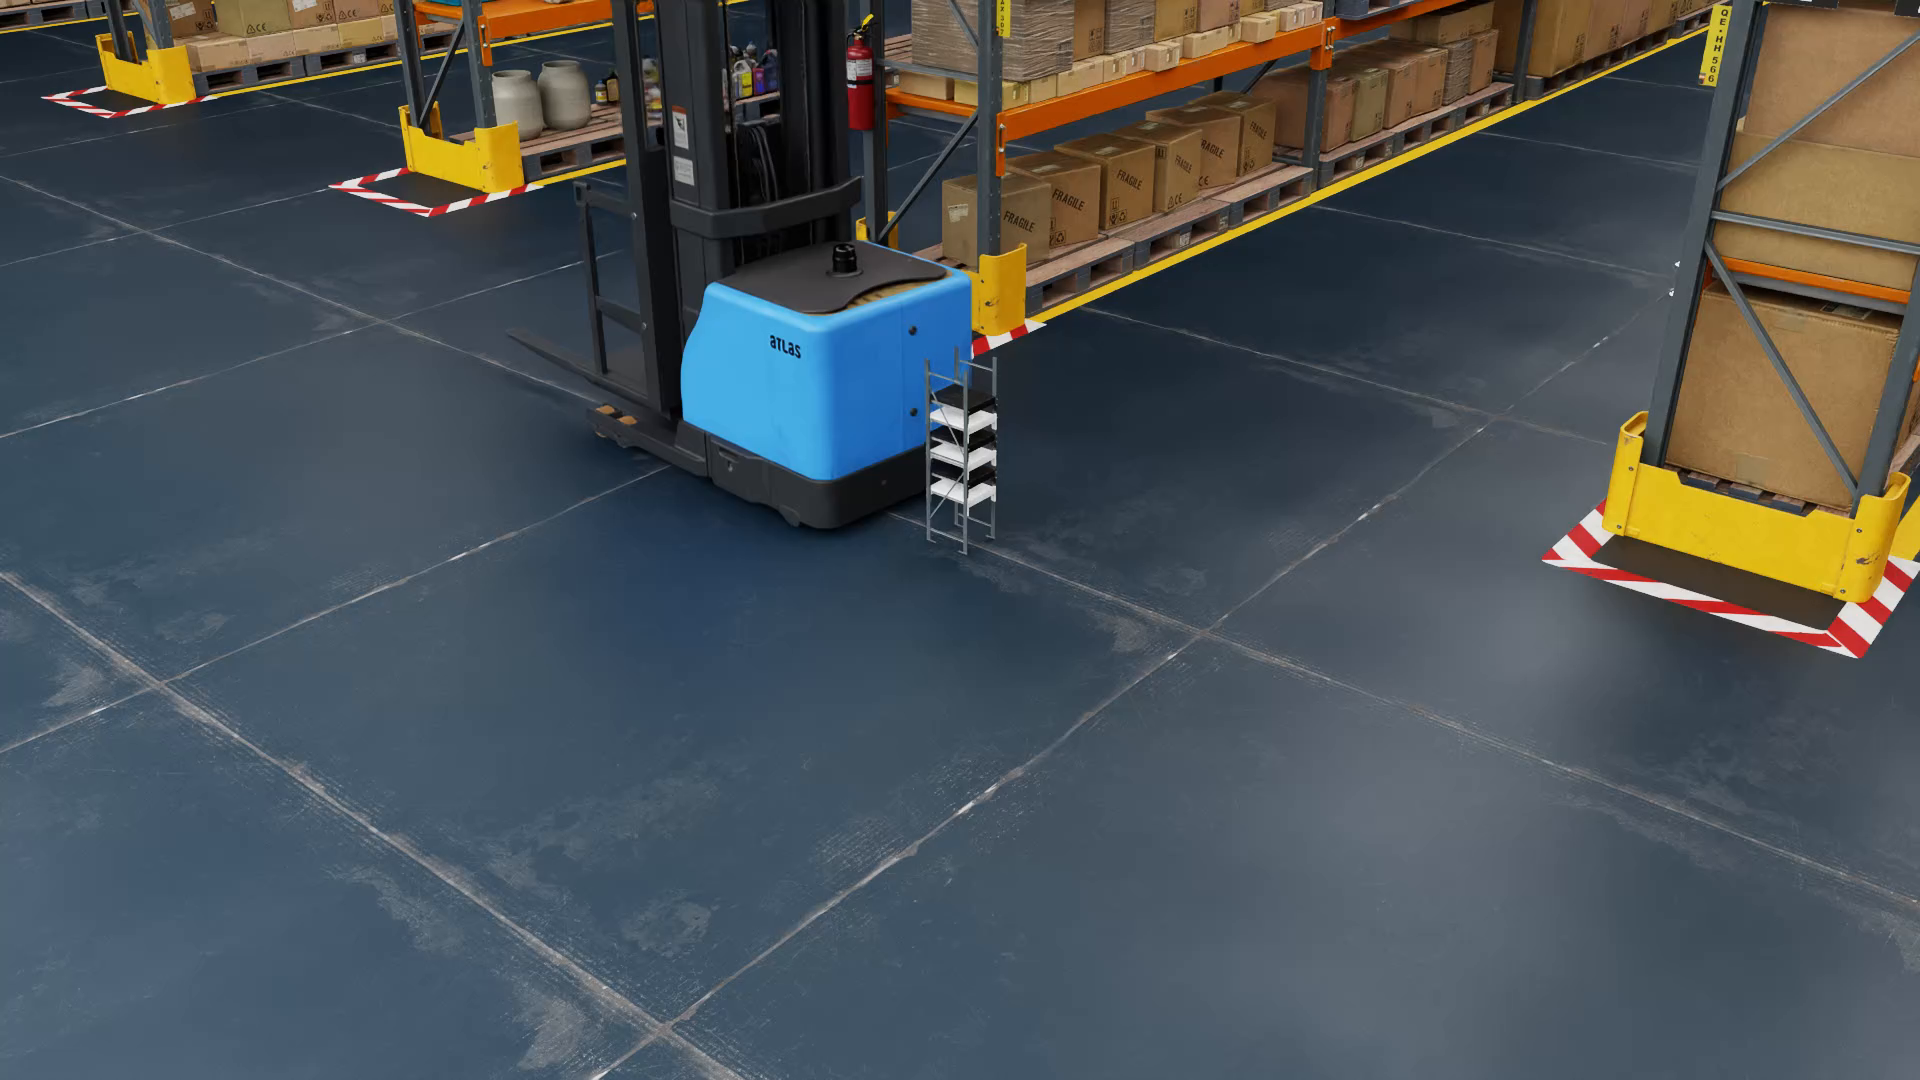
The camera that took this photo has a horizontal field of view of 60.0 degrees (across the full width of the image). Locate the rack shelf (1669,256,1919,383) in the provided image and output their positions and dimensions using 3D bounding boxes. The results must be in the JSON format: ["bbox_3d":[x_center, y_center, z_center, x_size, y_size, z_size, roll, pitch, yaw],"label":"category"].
[{"bbox_3d":[4.858,-1.675,8.506,1.077,0.370,4.000,21,34,34],"label":"rack shelf"}]

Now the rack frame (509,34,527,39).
[{"bbox_3d":[-5.274,-7.086,18.182,1.000,3.000,0.127,21,34,34],"label":"rack frame"}]

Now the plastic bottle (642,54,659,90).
[{"bbox_3d":[-2.797,-4.207,15.022,0.144,0.351,0.185,22,35,36],"label":"plastic bottle"}]

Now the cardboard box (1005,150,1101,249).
[{"bbox_3d":[0.587,-2.286,11.167,0.500,0.500,0.500,-18,32,-31],"label":"cardboard box"}]

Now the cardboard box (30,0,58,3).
[{"bbox_3d":[-10.771,-6.536,19.568,0.500,0.311,0.500,24,36,38],"label":"cardboard box"}]

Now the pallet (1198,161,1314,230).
[{"bbox_3d":[1.967,-2.702,12.744,1.003,0.211,1.213,21,34,34],"label":"pallet"}]

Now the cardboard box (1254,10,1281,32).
[{"bbox_3d":[2.086,-3.758,12.024,0.380,0.149,0.250,21,34,34],"label":"cardboard box"}]

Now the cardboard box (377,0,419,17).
[{"bbox_3d":[-6.043,-5.803,17.423,0.500,0.500,0.500,21,34,34],"label":"cardboard box"}]

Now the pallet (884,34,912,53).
[{"bbox_3d":[-0.209,-5.122,17.422,1.003,0.211,1.213,21,34,34],"label":"pallet"}]

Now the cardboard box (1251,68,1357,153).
[{"bbox_3d":[2.774,-3.486,13.465,0.700,0.500,0.500,18,32,31],"label":"cardboard box"}]

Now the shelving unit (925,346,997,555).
[{"bbox_3d":[0.005,-0.403,7.549,0.258,0.900,0.210,21,34,34],"label":"shelving unit"}]

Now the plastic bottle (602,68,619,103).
[{"bbox_3d":[-3.109,-4.033,14.760,0.061,0.283,0.133,22,34,36],"label":"plastic bottle"}]

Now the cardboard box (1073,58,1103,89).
[{"bbox_3d":[0.676,-2.953,10.467,0.380,0.149,0.250,21,34,34],"label":"cardboard box"}]

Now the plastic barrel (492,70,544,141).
[{"bbox_3d":[-3.639,-3.556,13.609,0.421,0.512,0.421,0,27,0],"label":"plastic barrel"}]

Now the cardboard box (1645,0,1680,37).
[{"bbox_3d":[7.064,-6.036,18.008,1.225,0.875,0.875,21,34,35],"label":"cardboard box"}]

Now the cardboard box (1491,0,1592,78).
[{"bbox_3d":[5.367,-5.089,16.178,1.225,0.875,0.875,19,33,32],"label":"cardboard box"}]

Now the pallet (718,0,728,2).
[{"bbox_3d":[-3.284,-6.985,21.022,1.003,0.211,1.213,21,34,34],"label":"pallet"}]

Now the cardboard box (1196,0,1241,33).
[{"bbox_3d":[1.448,-3.850,11.496,0.875,0.500,0.500,21,34,34],"label":"cardboard box"}]

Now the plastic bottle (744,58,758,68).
[{"bbox_3d":[-1.894,-4.276,15.237,0.152,0.276,0.135,21,34,34],"label":"plastic bottle"}]

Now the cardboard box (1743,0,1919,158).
[{"bbox_3d":[3.852,-1.952,6.920,0.875,0.550,0.550,21,34,34],"label":"cardboard box"}]

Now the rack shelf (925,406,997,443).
[{"bbox_3d":[0.005,-0.533,7.481,0.258,0.077,0.200,21,34,34],"label":"rack shelf"}]

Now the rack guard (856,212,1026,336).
[{"bbox_3d":[-0.129,-1.688,10.468,1.175,0.500,0.348,21,34,34],"label":"rack guard"}]

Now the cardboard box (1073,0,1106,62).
[{"bbox_3d":[0.419,-3.347,10.522,0.875,0.500,0.500,21,34,34],"label":"cardboard box"}]

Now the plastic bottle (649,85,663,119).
[{"bbox_3d":[-2.605,-3.754,14.232,0.097,0.271,0.097,0,27,0],"label":"plastic bottle"}]

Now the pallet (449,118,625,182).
[{"bbox_3d":[-3.466,-3.307,13.913,1.003,0.211,1.213,21,34,34],"label":"pallet"}]

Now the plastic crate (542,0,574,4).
[{"bbox_3d":[-3.181,-4.325,13.132,0.298,0.136,0.250,21,34,34],"label":"plastic crate"}]

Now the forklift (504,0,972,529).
[{"bbox_3d":[-1.327,-1.930,8.291,3.031,2.935,1.130,25,36,39],"label":"forklift"}]

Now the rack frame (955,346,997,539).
[{"bbox_3d":[0.070,-0.439,7.618,0.240,0.900,0.006,21,34,34],"label":"rack frame"}]

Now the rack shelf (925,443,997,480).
[{"bbox_3d":[0.005,-0.373,7.564,0.258,0.077,0.200,21,34,34],"label":"rack shelf"}]

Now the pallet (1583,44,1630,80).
[{"bbox_3d":[6.247,-5.057,17.295,1.003,0.211,1.213,21,34,34],"label":"pallet"}]

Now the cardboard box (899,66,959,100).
[{"bbox_3d":[-0.155,-2.821,10.211,0.380,0.149,0.250,21,34,34],"label":"cardboard box"}]

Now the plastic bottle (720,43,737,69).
[{"bbox_3d":[-2.177,-4.449,15.489,0.144,0.351,0.185,21,34,34],"label":"plastic bottle"}]

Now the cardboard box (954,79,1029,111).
[{"bbox_3d":[0.188,-2.691,9.960,0.380,0.149,0.250,21,34,34],"label":"cardboard box"}]

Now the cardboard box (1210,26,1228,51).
[{"bbox_3d":[1.624,-3.487,11.499,0.380,0.149,0.250,21,34,34],"label":"cardboard box"}]

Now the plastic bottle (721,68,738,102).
[{"bbox_3d":[-2.076,-4.071,14.840,0.152,0.276,0.135,21,34,35],"label":"plastic bottle"}]

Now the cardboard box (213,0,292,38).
[{"bbox_3d":[-6.989,-5.269,16.389,0.500,0.500,0.500,21,34,34],"label":"cardboard box"}]

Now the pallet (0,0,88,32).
[{"bbox_3d":[-11.051,-6.180,19.466,1.003,0.211,1.213,21,34,34],"label":"pallet"}]

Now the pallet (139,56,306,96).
[{"bbox_3d":[-7.365,-4.712,16.629,1.003,0.211,1.213,21,34,34],"label":"pallet"}]

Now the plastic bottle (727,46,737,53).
[{"bbox_3d":[-2.180,-4.515,15.698,0.152,0.276,0.135,22,35,36],"label":"plastic bottle"}]

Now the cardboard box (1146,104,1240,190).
[{"bbox_3d":[1.723,-2.930,12.413,0.500,0.500,0.500,-16,31,-28],"label":"cardboard box"}]

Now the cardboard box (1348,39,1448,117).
[{"bbox_3d":[3.803,-4.046,14.548,0.700,0.500,0.500,24,36,38],"label":"cardboard box"}]

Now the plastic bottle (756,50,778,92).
[{"bbox_3d":[-1.764,-4.275,15.153,0.144,0.351,0.185,19,33,32],"label":"plastic bottle"}]

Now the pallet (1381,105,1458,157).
[{"bbox_3d":[3.637,-3.662,14.598,1.003,0.211,1.213,21,34,34],"label":"pallet"}]

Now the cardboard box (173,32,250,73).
[{"bbox_3d":[-7.306,-4.758,16.218,0.500,0.250,0.500,21,34,34],"label":"cardboard box"}]

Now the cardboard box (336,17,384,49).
[{"bbox_3d":[-6.351,-5.289,17.245,0.500,0.250,0.500,21,34,34],"label":"cardboard box"}]

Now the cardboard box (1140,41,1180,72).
[{"bbox_3d":[1.217,-3.194,10.933,0.380,0.149,0.250,21,34,34],"label":"cardboard box"}]

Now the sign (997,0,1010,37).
[{"bbox_3d":[0.242,-2.997,9.336,0.100,0.325,0.005,21,34,34],"label":"sign"}]

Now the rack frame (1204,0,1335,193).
[{"bbox_3d":[2.367,-4.189,12.583,1.000,3.000,0.127,21,34,34],"label":"rack frame"}]

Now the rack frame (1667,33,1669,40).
[{"bbox_3d":[7.456,-7.026,18.066,1.000,3.000,0.127,21,34,34],"label":"rack frame"}]

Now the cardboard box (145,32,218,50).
[{"bbox_3d":[-7.706,-4.909,16.511,0.500,0.250,0.500,21,34,34],"label":"cardboard box"}]

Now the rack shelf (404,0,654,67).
[{"bbox_3d":[-2.727,-4.608,14.176,1.077,0.370,4.000,21,34,34],"label":"rack shelf"}]

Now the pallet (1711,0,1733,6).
[{"bbox_3d":[8.776,-6.468,20.024,1.003,0.211,1.213,21,34,34],"label":"pallet"}]
